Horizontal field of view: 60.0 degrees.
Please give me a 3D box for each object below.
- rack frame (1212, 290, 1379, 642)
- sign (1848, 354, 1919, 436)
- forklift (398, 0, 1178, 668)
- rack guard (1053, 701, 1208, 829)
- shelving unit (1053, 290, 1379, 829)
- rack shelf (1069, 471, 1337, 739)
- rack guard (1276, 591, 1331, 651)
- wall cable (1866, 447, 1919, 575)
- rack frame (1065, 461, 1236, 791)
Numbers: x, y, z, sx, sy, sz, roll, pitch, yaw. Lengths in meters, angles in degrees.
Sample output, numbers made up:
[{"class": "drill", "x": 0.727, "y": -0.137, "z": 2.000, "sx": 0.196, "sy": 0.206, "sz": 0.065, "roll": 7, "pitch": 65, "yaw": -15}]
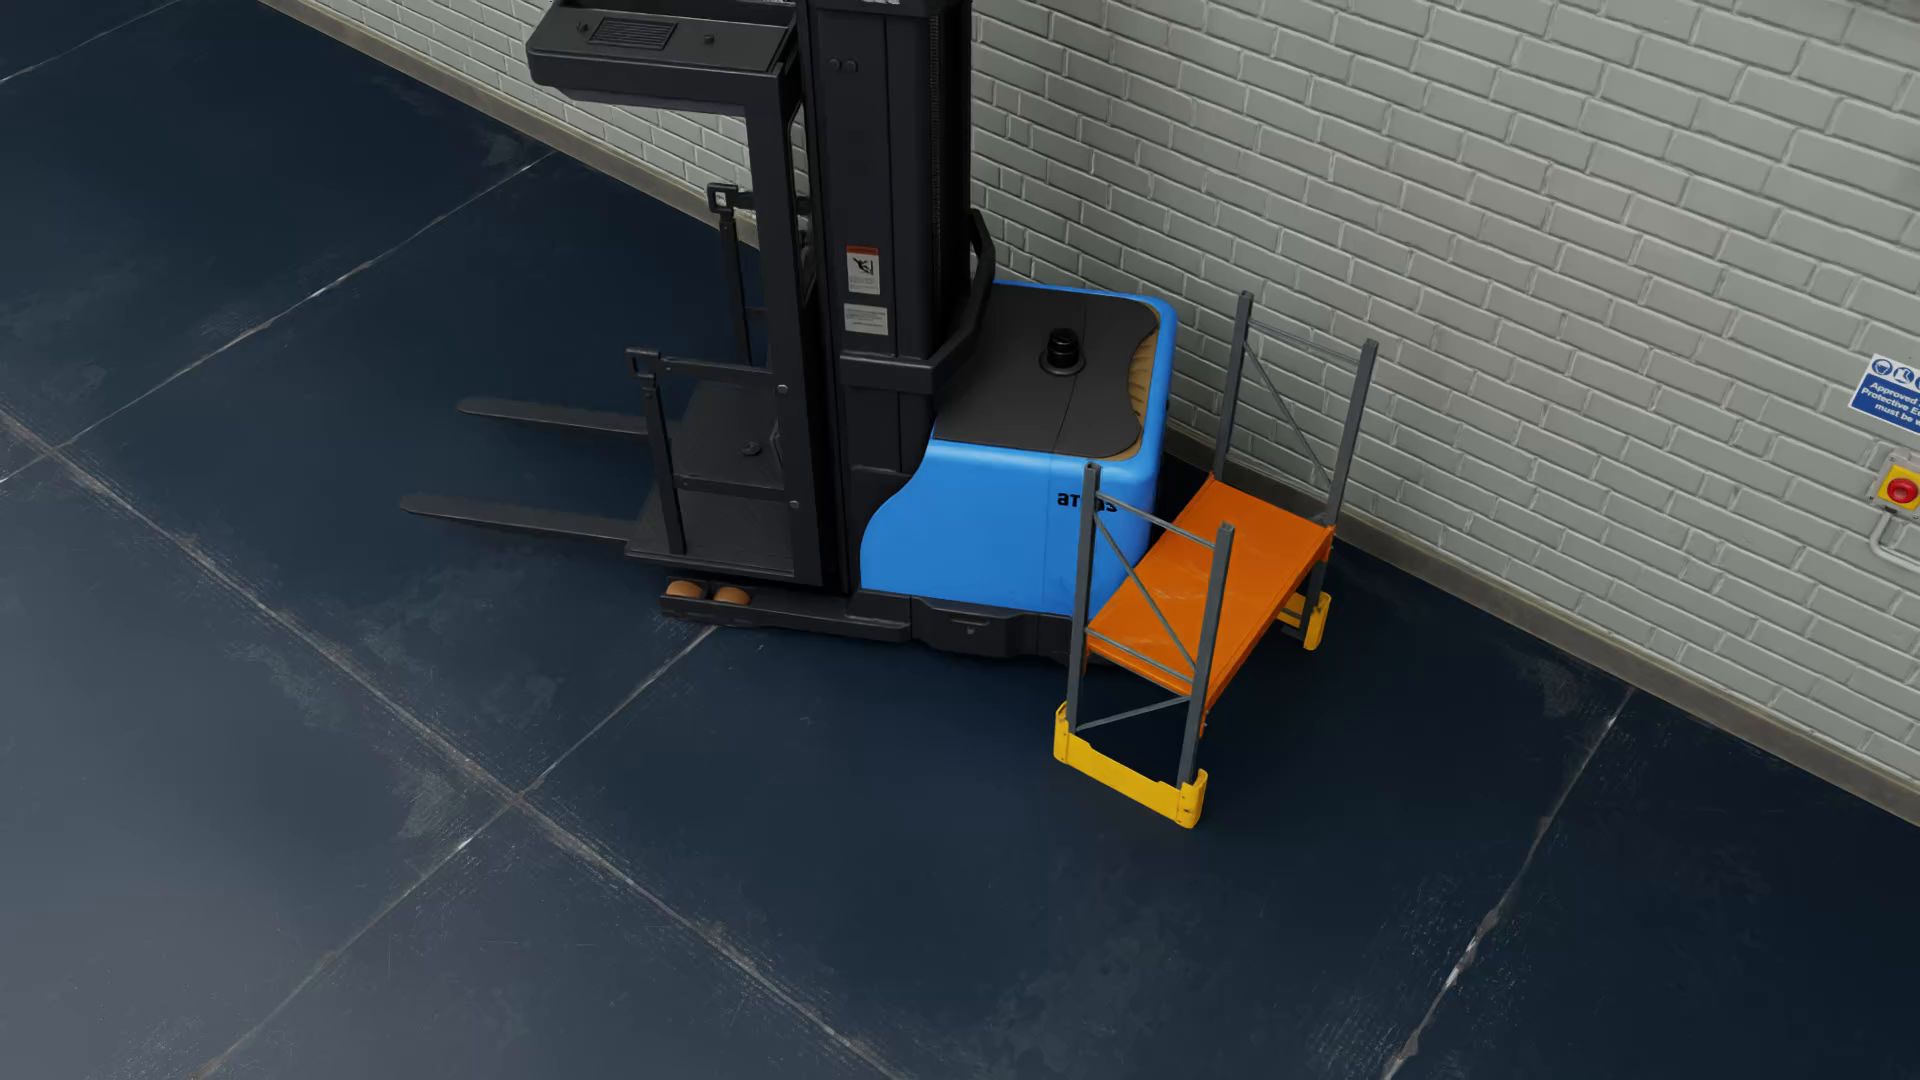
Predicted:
[{"class": "rack frame", "x": 1.162, "y": -0.224, "z": 6.091, "sx": 0.500, "sy": 1.500, "sz": 0.032, "roll": 26, "pitch": 52, "yaw": 23}, {"class": "sign", "x": 2.905, "y": -0.420, "z": 5.055, "sx": 0.327, "sy": 0.218, "sz": 0.001, "roll": 29, "pitch": 53, "yaw": 25}, {"class": "forklift", "x": -0.729, "y": -1.036, "z": 5.878, "sx": 3.031, "sy": 2.935, "sz": 1.130, "roll": 7, "pitch": 47, "yaw": 7}, {"class": "rack guard", "x": 0.604, "y": 0.806, "z": 5.972, "sx": 0.587, "sy": 0.250, "sz": 0.087, "roll": 26, "pitch": 52, "yaw": 23}, {"class": "shelving unit", "x": 0.883, "y": 0.076, "z": 5.805, "sx": 0.587, "sy": 1.500, "sz": 1.083, "roll": 26, "pitch": 52, "yaw": 23}, {"class": "rack shelf", "x": 0.878, "y": 0.205, "z": 5.930, "sx": 0.538, "sy": 0.185, "sz": 1.000, "roll": 26, "pitch": 52, "yaw": 23}, {"class": "rack guard", "x": 1.161, "y": 0.209, "z": 6.542, "sx": 0.587, "sy": 0.250, "sz": 0.087, "roll": 26, "pitch": 52, "yaw": 23}, {"class": "wall cable", "x": 2.906, "y": -0.632, "z": 4.720, "sx": 0.585, "sy": 1.953, "sz": 0.123, "roll": 29, "pitch": 53, "yaw": 25}, {"class": "rack frame", "x": 0.593, "y": 0.386, "z": 5.509, "sx": 0.500, "sy": 1.500, "sz": 0.032, "roll": 26, "pitch": 52, "yaw": 23}]
